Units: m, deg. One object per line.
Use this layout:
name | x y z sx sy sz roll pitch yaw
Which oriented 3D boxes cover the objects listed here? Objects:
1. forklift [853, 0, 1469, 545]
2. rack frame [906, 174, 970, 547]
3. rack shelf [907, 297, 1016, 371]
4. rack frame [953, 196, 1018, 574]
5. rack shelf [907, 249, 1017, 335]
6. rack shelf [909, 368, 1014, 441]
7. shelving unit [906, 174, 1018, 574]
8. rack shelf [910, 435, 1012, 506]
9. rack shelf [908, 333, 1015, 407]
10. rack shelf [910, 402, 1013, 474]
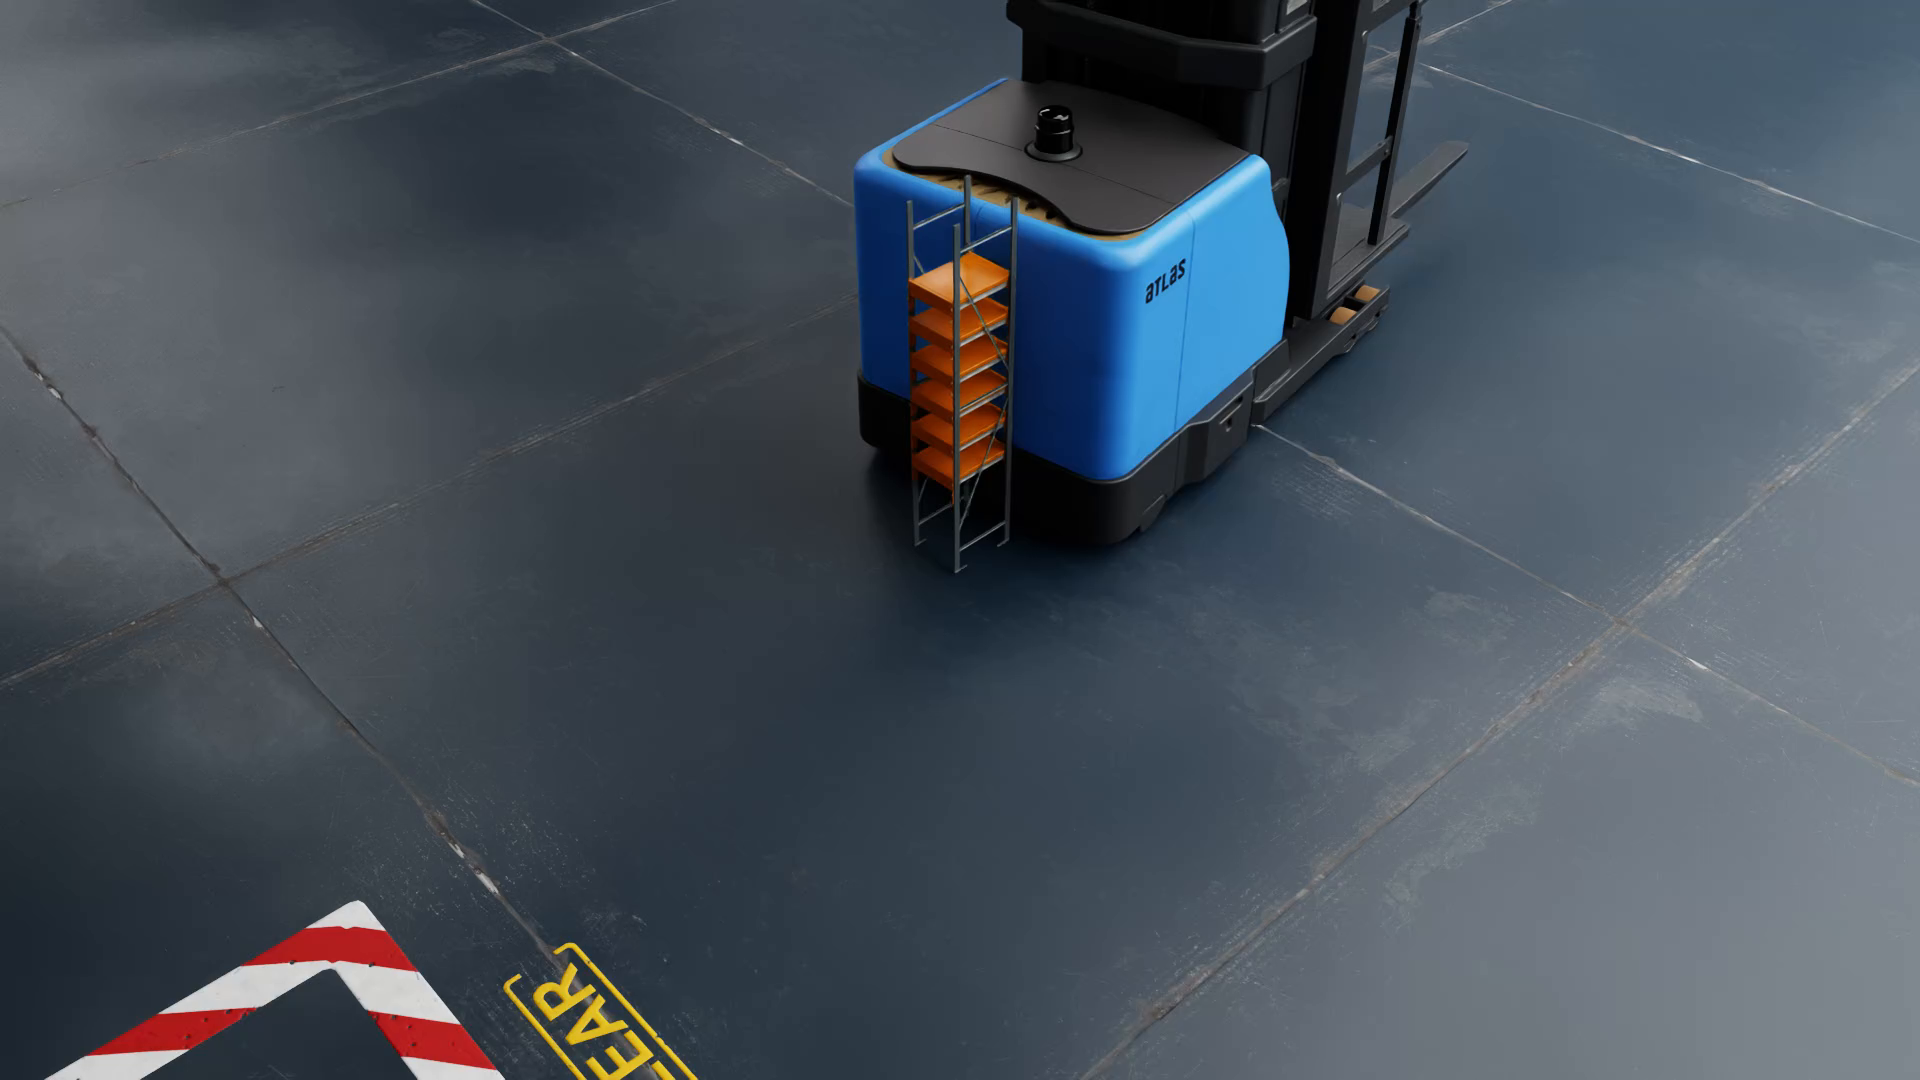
forklift | 0.953 -1.997 5.411 1.130 2.935 3.031 25 45 28
rack frame | -0.059 -0.497 4.931 0.240 1.200 0.006 -32 49 -33
rack shelf | 0.005 -0.608 4.757 0.258 0.103 0.180 -32 49 -33
rack frame | 0.069 -0.415 4.829 0.240 1.200 0.006 -32 49 -33
rack shelf | 0.005 -0.701 4.681 0.258 0.103 0.180 -32 49 -33
rack shelf | 0.005 -0.421 4.908 0.258 0.103 0.180 -32 49 -33
shelving unit | 0.005 -0.456 4.880 0.258 1.200 0.189 -32 49 -33
rack shelf | 0.005 -0.235 5.059 0.258 0.103 0.180 -32 49 -33
rack shelf | 0.005 -0.515 4.832 0.258 0.103 0.180 -32 49 -33
rack shelf | 0.005 -0.328 4.983 0.258 0.103 0.180 -32 49 -33
